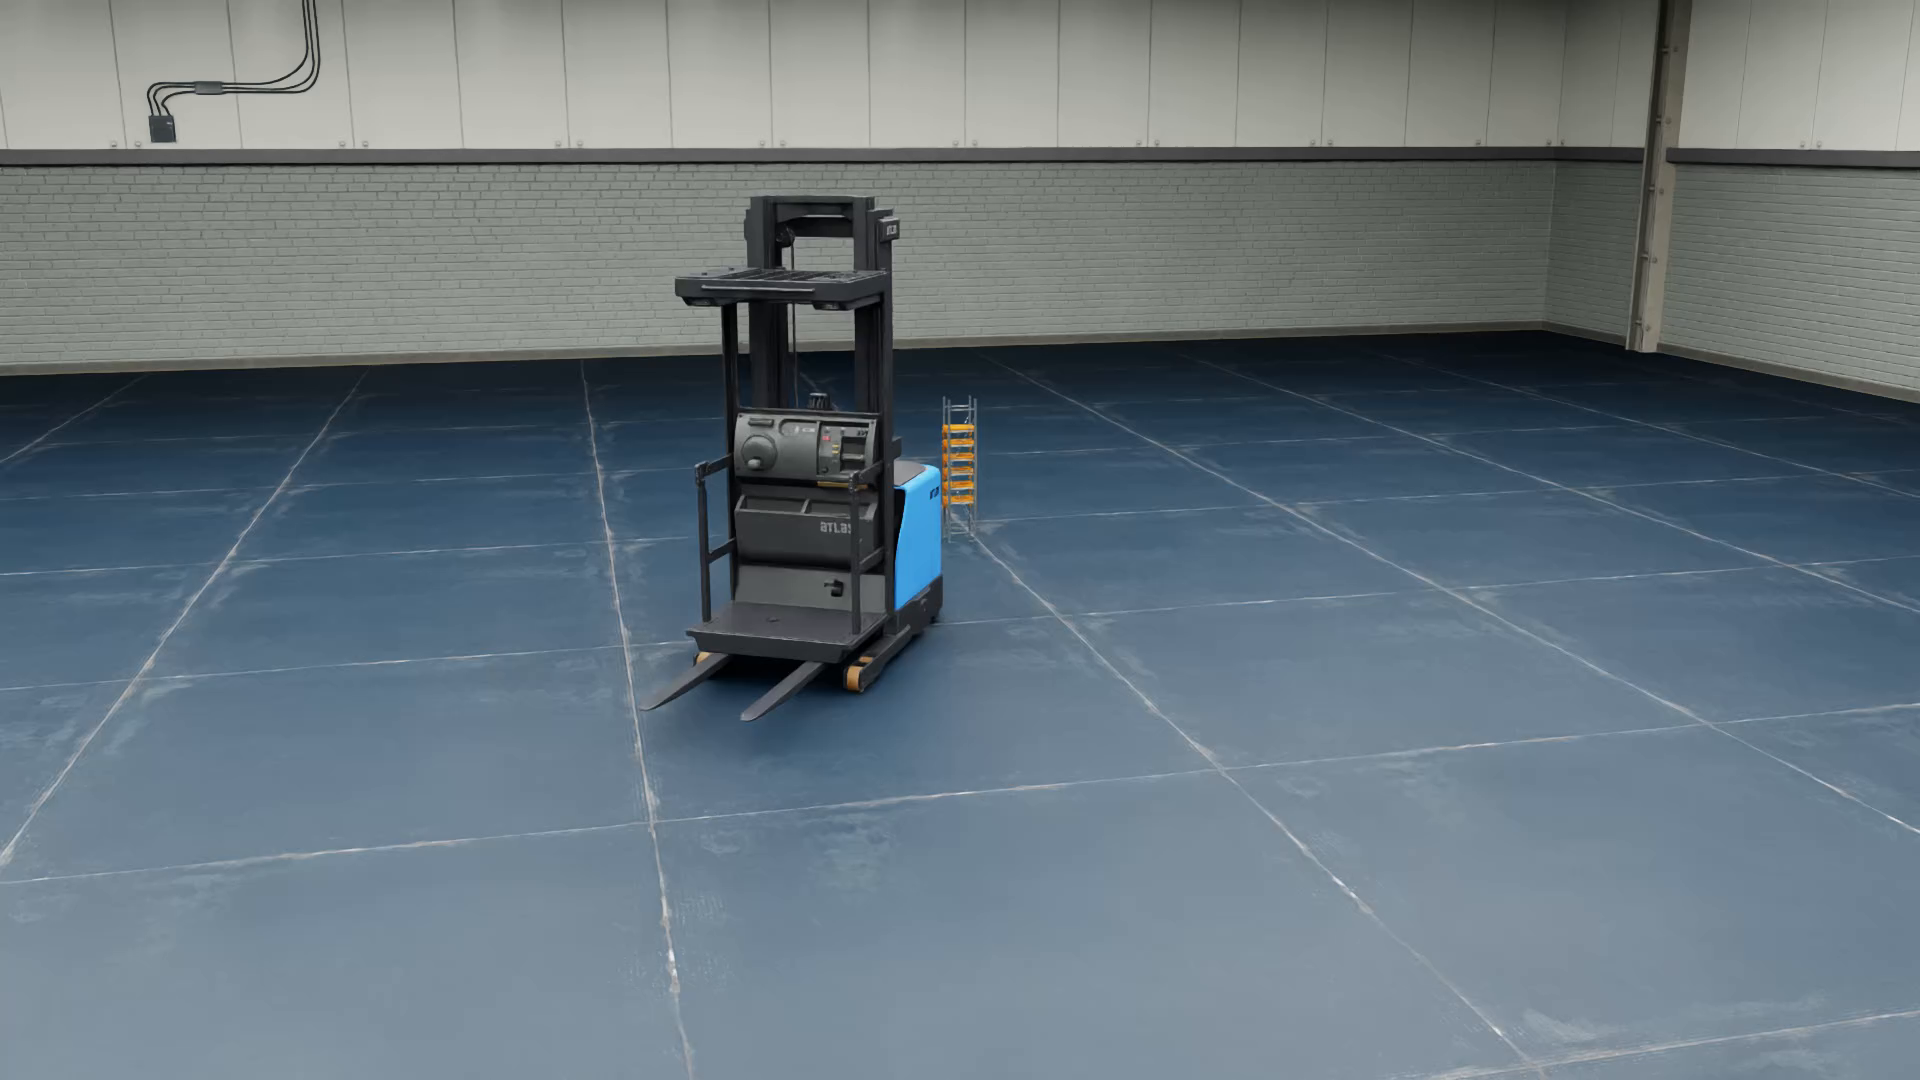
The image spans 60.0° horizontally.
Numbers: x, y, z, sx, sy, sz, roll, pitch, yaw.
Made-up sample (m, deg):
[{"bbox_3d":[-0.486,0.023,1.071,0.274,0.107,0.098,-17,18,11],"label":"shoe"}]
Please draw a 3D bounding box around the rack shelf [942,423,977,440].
[{"bbox_3d":[-0.003,-0.893,13.723,0.258,0.103,0.180,-3,14,-13],"label":"rack shelf"}]

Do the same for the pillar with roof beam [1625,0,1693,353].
[{"bbox_3d":[6.502,-7.099,24.022,9.100,9.000,0.400,-3,14,-13],"label":"pillar with roof beam"}]

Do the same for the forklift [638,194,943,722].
[{"bbox_3d":[-1.027,-0.597,10.197,1.130,2.935,3.031,4,14,16],"label":"forklift"}]

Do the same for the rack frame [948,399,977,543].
[{"bbox_3d":[0.018,-0.565,13.712,0.240,1.200,0.006,-3,14,-13],"label":"rack frame"}]

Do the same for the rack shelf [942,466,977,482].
[{"bbox_3d":[-0.003,-0.543,13.809,0.258,0.103,0.180,-3,14,-13],"label":"rack shelf"}]

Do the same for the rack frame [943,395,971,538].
[{"bbox_3d":[-0.025,-0.607,13.885,0.240,1.200,0.006,-3,14,-13],"label":"rack frame"}]

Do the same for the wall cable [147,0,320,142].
[{"bbox_3d":[-10.107,-8.514,22.648,2.305,6.003,0.169,-3,14,-13],"label":"wall cable"}]

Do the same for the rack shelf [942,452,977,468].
[{"bbox_3d":[-0.003,-0.660,13.780,0.258,0.103,0.180,-3,14,-13],"label":"rack shelf"}]

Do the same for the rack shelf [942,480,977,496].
[{"bbox_3d":[-0.003,-0.426,13.837,0.258,0.103,0.180,-3,14,-13],"label":"rack shelf"}]

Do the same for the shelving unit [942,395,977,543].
[{"bbox_3d":[-0.003,-0.586,13.798,0.258,1.200,0.189,-3,14,-13],"label":"shelving unit"}]

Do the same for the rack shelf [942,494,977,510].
[{"bbox_3d":[-0.003,-0.310,13.866,0.258,0.103,0.180,-3,14,-13],"label":"rack shelf"}]

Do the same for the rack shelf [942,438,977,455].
[{"bbox_3d":[-0.003,-0.776,13.752,0.258,0.103,0.180,-3,14,-13],"label":"rack shelf"}]
